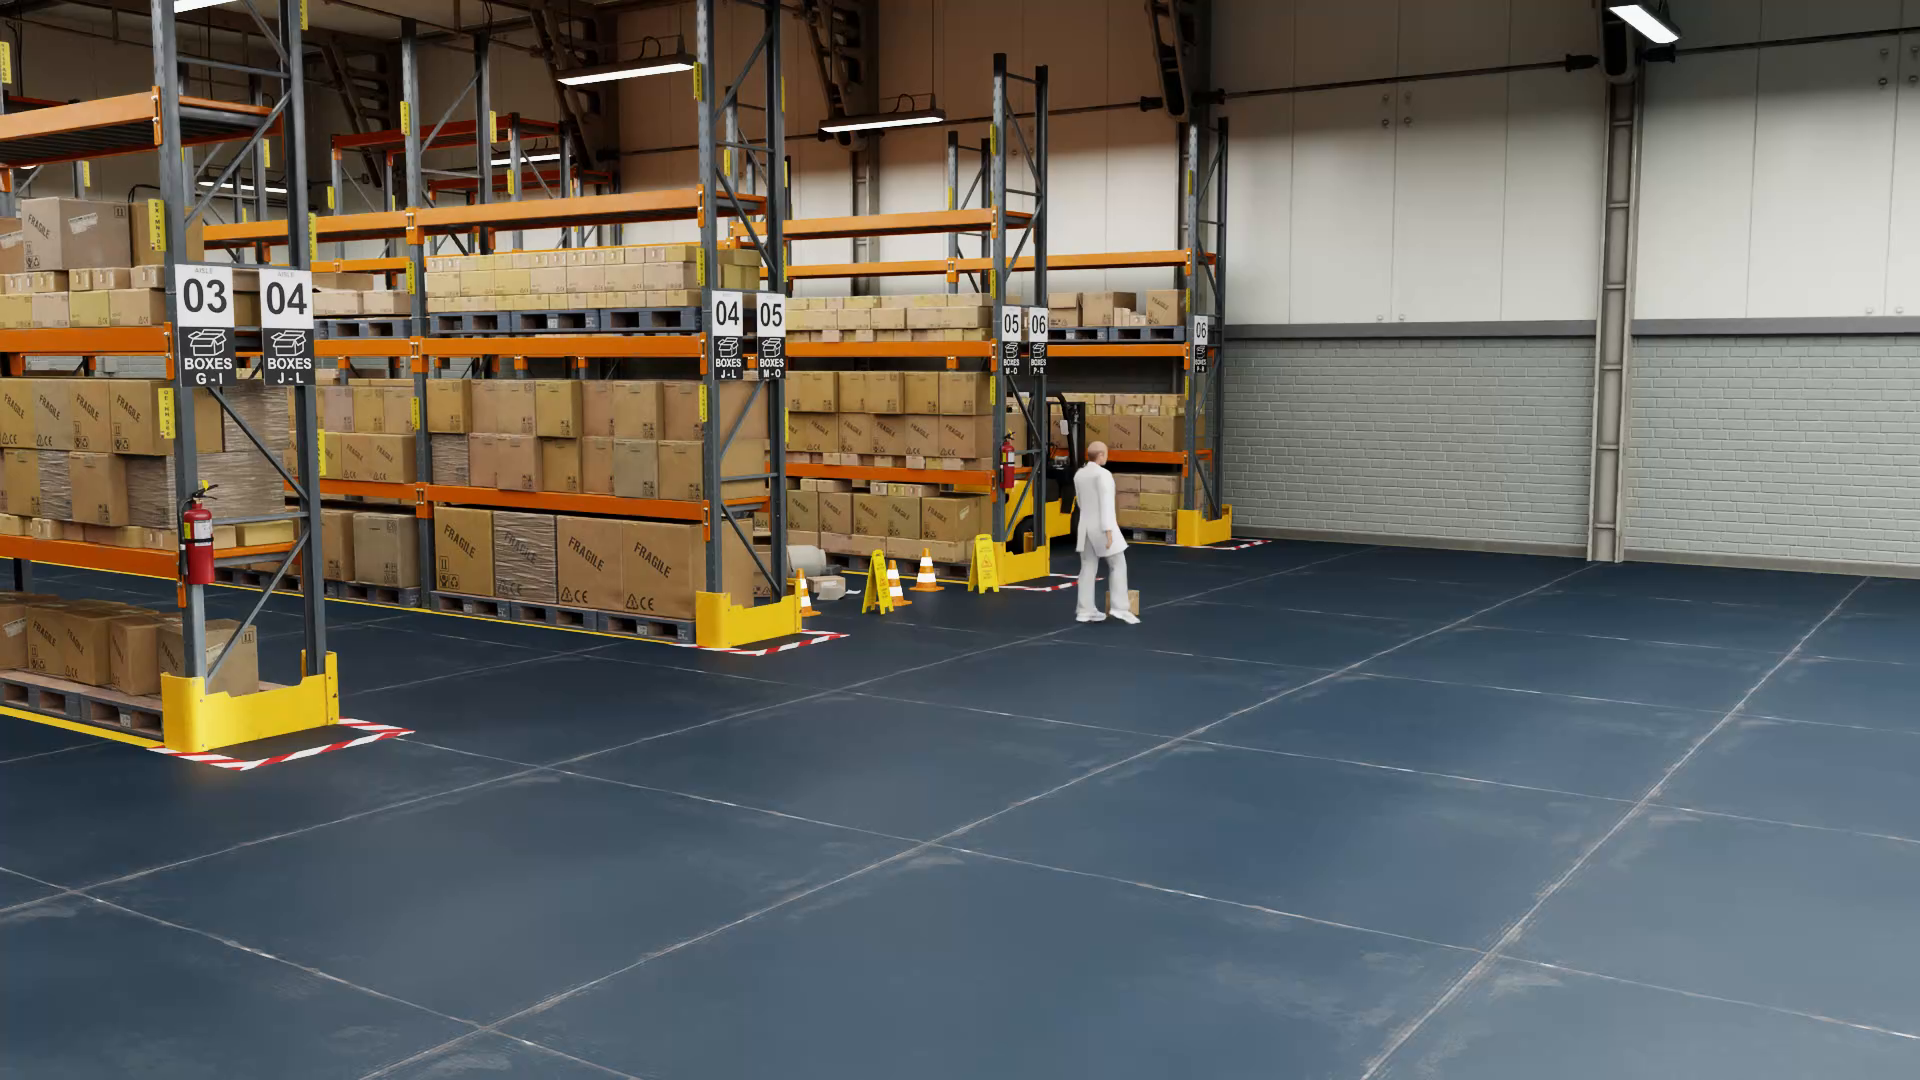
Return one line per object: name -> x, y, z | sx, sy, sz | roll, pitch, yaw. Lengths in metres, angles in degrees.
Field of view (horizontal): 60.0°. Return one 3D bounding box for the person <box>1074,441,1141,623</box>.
person -> 1.391, -0.060, 16.420 | 0.675, 1.829, 0.626 | -5, 8, -39
